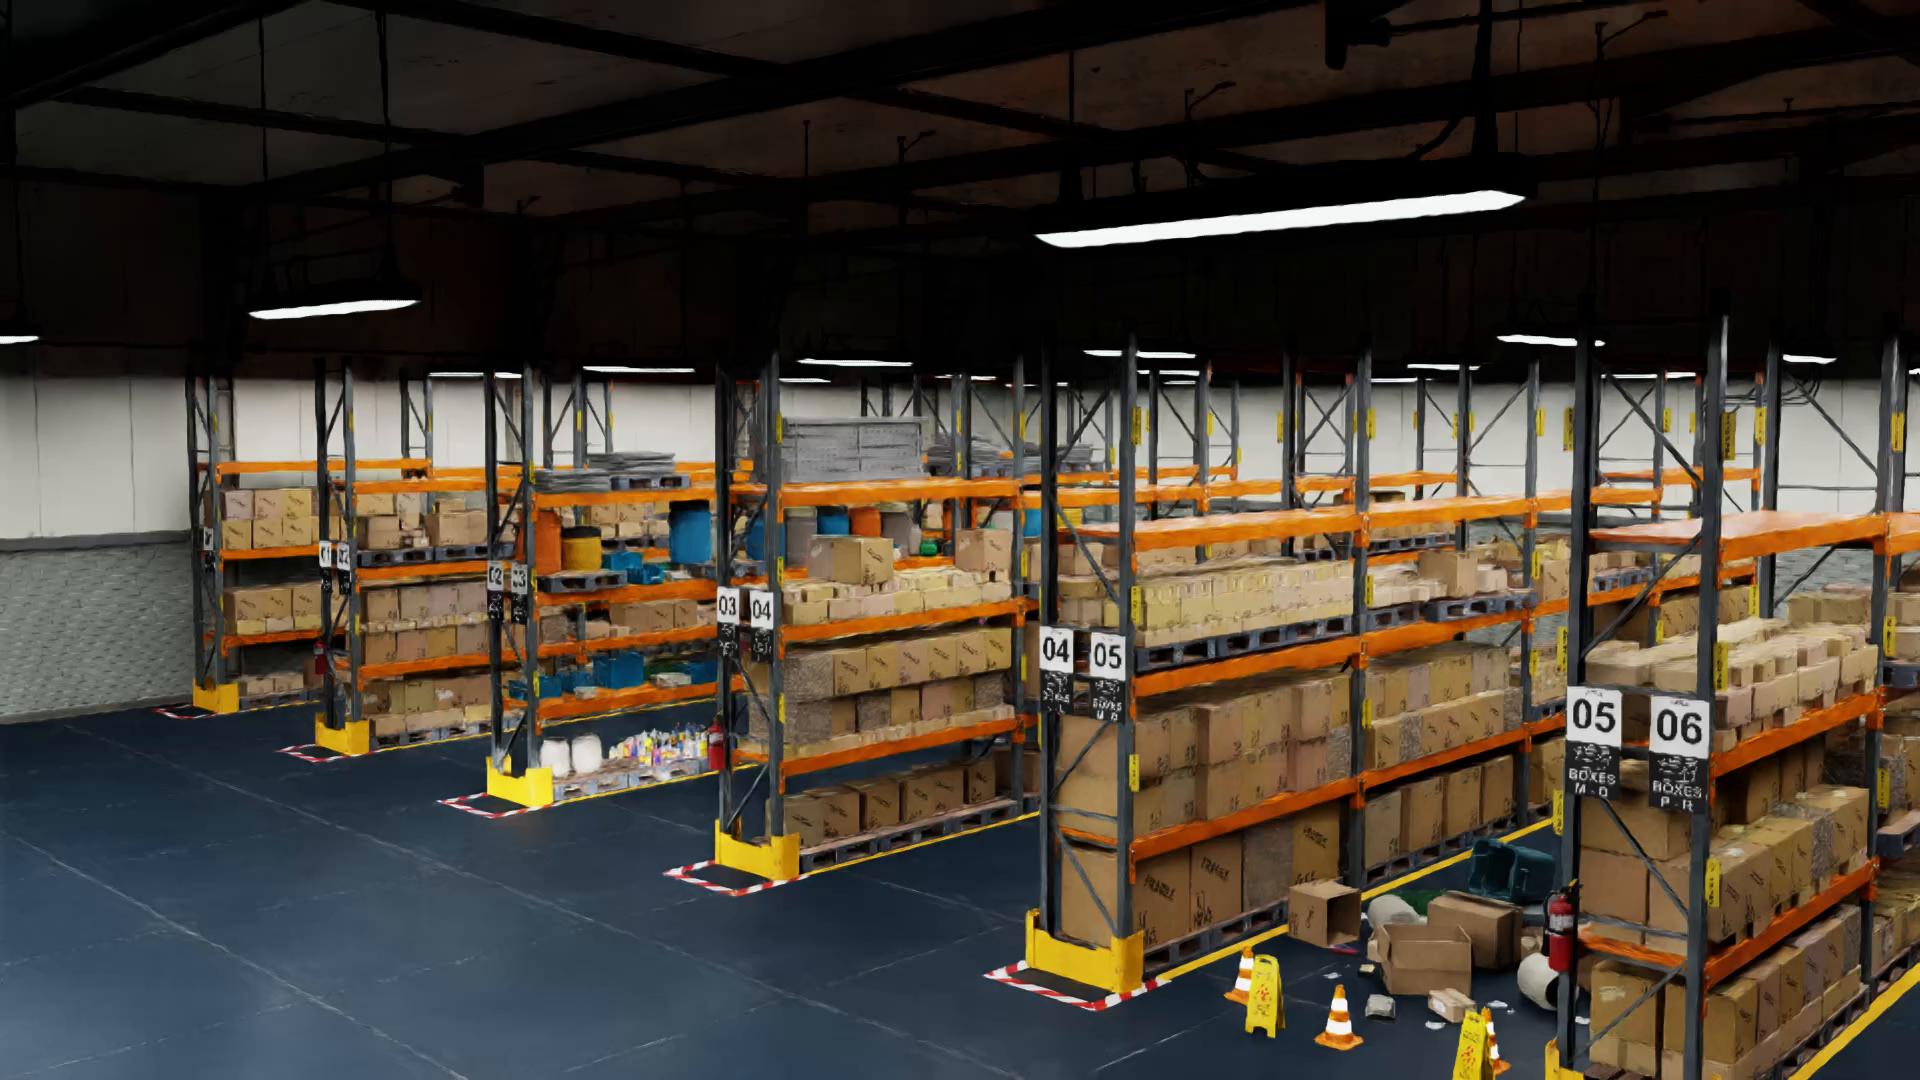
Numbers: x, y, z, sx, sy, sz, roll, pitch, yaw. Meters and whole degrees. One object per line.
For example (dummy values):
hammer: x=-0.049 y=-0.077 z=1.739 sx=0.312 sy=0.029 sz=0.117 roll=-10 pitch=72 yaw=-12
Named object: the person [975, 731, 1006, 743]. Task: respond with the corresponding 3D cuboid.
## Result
person: x=0.459 y=2.372 z=26.008 sx=0.598 sy=1.619 sz=0.507 roll=4 pitch=6 yaw=42
